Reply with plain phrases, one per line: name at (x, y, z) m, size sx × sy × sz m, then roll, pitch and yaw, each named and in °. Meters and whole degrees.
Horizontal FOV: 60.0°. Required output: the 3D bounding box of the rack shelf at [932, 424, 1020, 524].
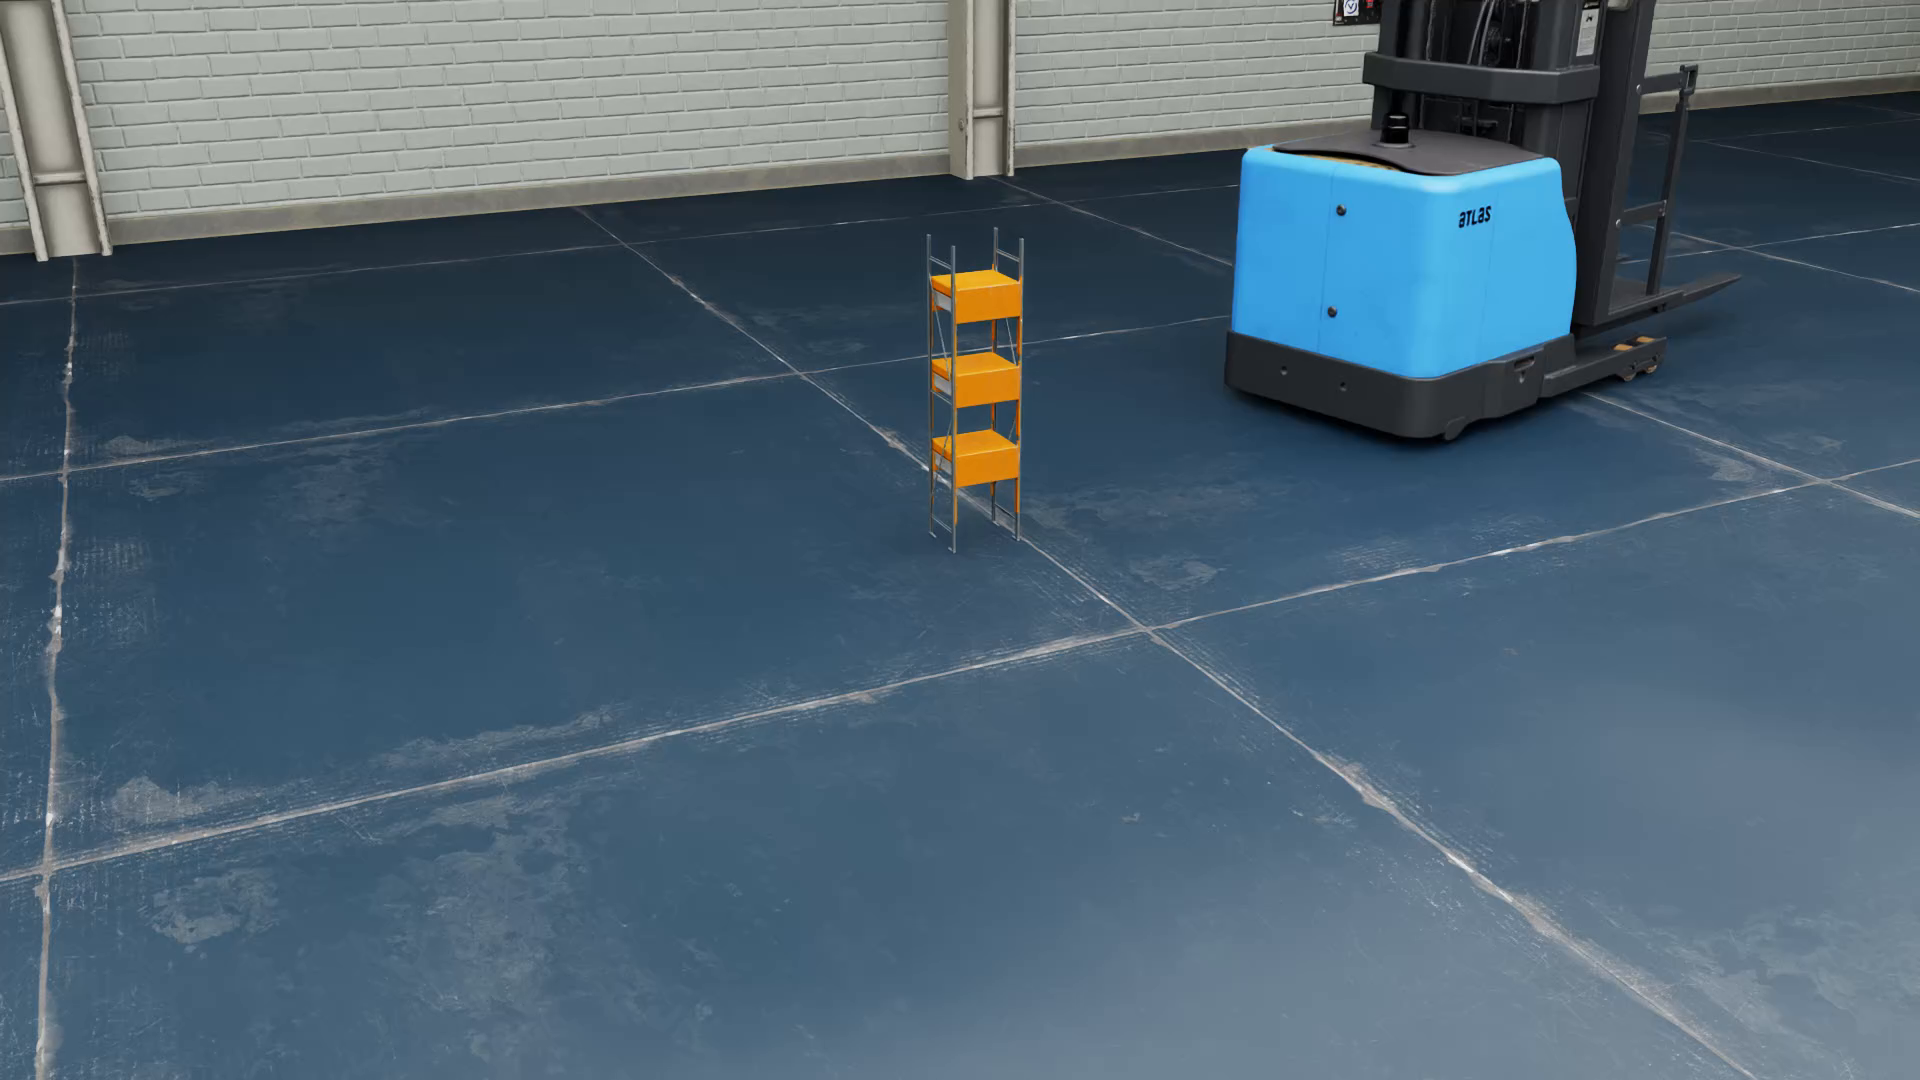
rack shelf at (0.048, -0.227, 5.681) m, size 0.240 × 0.259 × 0.215 m, roll -10°, pitch 25°, yaw -24°

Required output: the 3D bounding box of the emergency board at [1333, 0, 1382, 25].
emergency board at (3.320, -4.684, 13.144) m, size 0.643 × 1.169 × 0.194 m, roll -10°, pitch 25°, yaw -24°

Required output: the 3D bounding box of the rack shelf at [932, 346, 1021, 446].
rack shelf at (0.048, -0.484, 5.575) m, size 0.240 × 0.259 × 0.215 m, roll -10°, pitch 25°, yaw -24°

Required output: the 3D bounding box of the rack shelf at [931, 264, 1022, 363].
rack shelf at (0.048, -0.746, 5.466) m, size 0.240 × 0.259 × 0.215 m, roll -10°, pitch 25°, yaw -24°

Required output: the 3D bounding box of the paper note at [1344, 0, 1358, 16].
paper note at (3.131, -4.271, 13.299) m, size 0.142 × 0.148 × 0.016 m, roll -10°, pitch 25°, yaw -24°

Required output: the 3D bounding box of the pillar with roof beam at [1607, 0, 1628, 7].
pillar with roof beam at (7.431, -6.369, 9.371) m, size 0.400 × 9.000 × 9.100 m, roll -10°, pitch 25°, yaw -24°

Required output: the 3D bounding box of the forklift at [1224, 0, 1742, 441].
forklift at (2.588, -2.201, 7.235) m, size 3.031 × 2.935 × 1.130 m, roll -18°, pitch 29°, yaw -37°

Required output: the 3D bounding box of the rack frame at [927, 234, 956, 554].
rack frame at (-0.062, -0.474, 5.522) m, size 0.008 × 1.050 × 0.200 m, roll -10°, pitch 25°, yaw -24°

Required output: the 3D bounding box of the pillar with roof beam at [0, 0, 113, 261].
pillar with roof beam at (-3.382, -4.378, 4.562) m, size 0.400 × 9.000 × 9.100 m, roll -10°, pitch 25°, yaw -24°

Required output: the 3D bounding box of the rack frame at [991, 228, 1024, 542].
rack frame at (0.158, -0.514, 5.620) m, size 0.008 × 1.050 × 0.200 m, roll -10°, pitch 25°, yaw -24°

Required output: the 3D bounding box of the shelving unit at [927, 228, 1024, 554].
shelving unit at (0.048, -0.494, 5.571) m, size 0.252 × 1.050 × 0.215 m, roll -10°, pitch 25°, yaw -24°

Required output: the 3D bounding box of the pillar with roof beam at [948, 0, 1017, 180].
pillar with roof beam at (2.024, -5.374, 6.966) m, size 0.400 × 9.000 × 9.100 m, roll -10°, pitch 25°, yaw -24°
